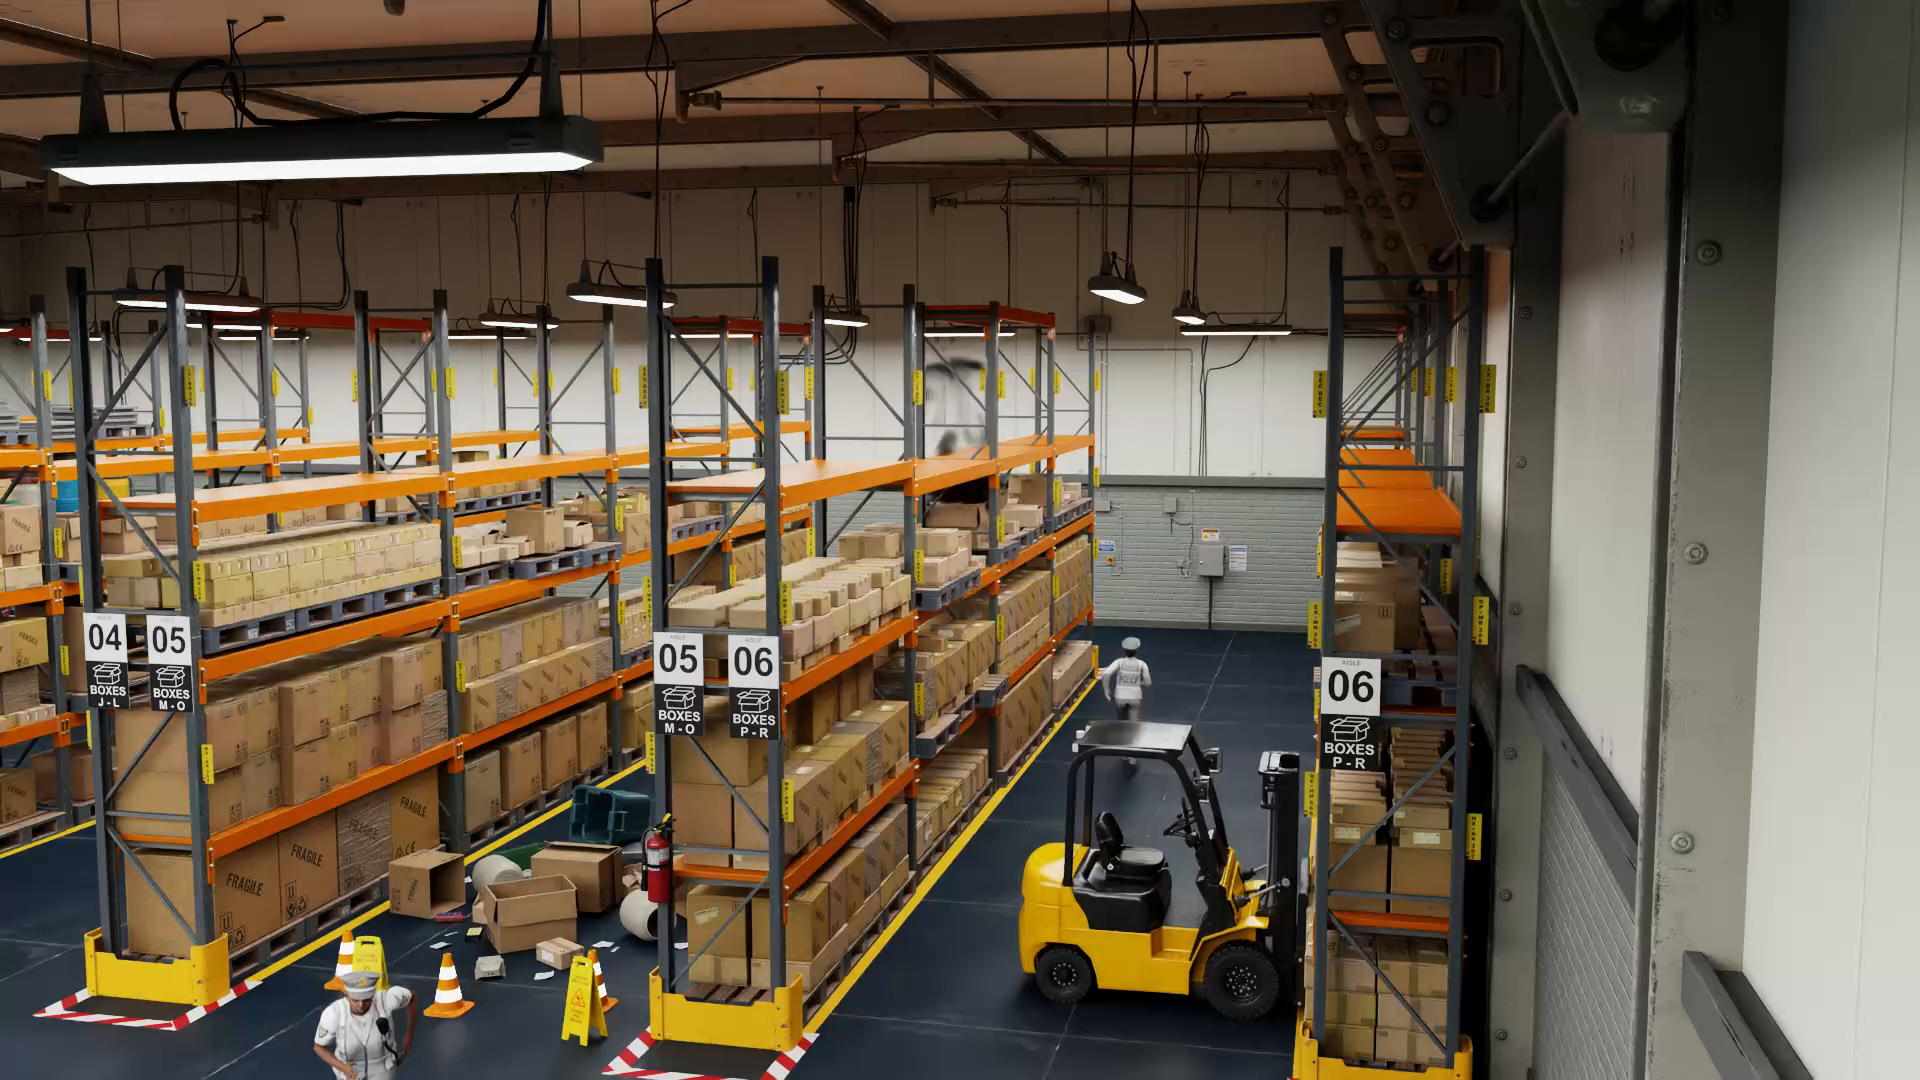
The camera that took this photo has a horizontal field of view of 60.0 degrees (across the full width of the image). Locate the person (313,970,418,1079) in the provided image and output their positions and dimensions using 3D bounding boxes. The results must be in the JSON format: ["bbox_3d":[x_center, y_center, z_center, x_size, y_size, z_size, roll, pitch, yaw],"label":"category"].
[{"bbox_3d":[-3.707,3.363,10.414,0.618,1.623,0.974,-2,6,-20],"label":"person"}]

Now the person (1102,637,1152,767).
[{"bbox_3d":[2.181,2.133,21.718,0.620,1.725,0.856,1,6,13],"label":"person"}]
